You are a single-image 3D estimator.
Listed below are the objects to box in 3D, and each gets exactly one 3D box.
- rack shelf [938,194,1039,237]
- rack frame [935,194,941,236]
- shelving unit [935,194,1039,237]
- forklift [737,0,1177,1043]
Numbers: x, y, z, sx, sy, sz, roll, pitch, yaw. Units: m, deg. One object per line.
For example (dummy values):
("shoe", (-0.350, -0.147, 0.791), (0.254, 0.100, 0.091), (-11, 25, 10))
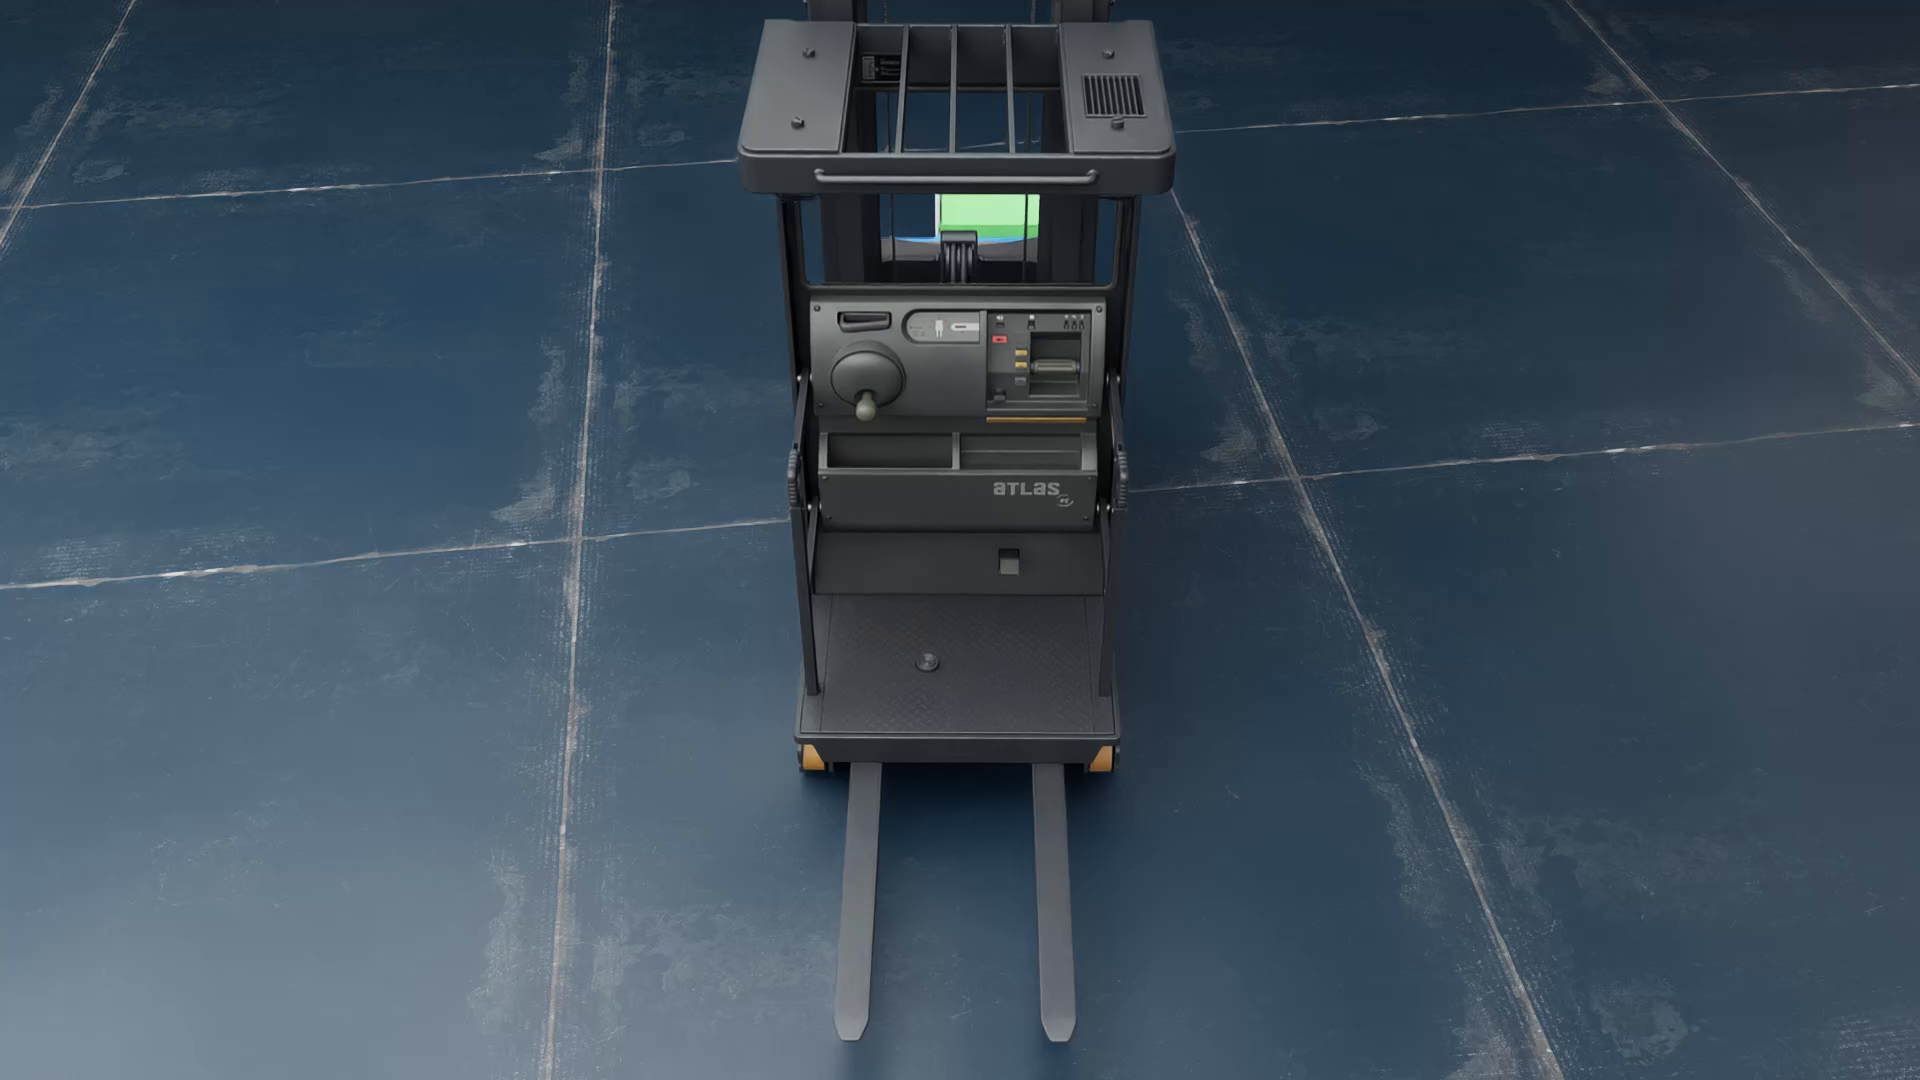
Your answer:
("rack shelf", (0.157, -1.269, 6.639), (0.480, 0.148, 0.258), (0, 42, 0))
("rack frame", (-0.087, -0.960, 6.918), (0.015, 1.200, 0.240), (0, 42, 0))
("shelving unit", (0.157, -0.959, 6.917), (0.503, 1.200, 0.258), (0, 42, 0))
("forklift", (-0.005, -0.487, 5.102), (1.130, 2.935, 3.031), (0, 42, 0))
